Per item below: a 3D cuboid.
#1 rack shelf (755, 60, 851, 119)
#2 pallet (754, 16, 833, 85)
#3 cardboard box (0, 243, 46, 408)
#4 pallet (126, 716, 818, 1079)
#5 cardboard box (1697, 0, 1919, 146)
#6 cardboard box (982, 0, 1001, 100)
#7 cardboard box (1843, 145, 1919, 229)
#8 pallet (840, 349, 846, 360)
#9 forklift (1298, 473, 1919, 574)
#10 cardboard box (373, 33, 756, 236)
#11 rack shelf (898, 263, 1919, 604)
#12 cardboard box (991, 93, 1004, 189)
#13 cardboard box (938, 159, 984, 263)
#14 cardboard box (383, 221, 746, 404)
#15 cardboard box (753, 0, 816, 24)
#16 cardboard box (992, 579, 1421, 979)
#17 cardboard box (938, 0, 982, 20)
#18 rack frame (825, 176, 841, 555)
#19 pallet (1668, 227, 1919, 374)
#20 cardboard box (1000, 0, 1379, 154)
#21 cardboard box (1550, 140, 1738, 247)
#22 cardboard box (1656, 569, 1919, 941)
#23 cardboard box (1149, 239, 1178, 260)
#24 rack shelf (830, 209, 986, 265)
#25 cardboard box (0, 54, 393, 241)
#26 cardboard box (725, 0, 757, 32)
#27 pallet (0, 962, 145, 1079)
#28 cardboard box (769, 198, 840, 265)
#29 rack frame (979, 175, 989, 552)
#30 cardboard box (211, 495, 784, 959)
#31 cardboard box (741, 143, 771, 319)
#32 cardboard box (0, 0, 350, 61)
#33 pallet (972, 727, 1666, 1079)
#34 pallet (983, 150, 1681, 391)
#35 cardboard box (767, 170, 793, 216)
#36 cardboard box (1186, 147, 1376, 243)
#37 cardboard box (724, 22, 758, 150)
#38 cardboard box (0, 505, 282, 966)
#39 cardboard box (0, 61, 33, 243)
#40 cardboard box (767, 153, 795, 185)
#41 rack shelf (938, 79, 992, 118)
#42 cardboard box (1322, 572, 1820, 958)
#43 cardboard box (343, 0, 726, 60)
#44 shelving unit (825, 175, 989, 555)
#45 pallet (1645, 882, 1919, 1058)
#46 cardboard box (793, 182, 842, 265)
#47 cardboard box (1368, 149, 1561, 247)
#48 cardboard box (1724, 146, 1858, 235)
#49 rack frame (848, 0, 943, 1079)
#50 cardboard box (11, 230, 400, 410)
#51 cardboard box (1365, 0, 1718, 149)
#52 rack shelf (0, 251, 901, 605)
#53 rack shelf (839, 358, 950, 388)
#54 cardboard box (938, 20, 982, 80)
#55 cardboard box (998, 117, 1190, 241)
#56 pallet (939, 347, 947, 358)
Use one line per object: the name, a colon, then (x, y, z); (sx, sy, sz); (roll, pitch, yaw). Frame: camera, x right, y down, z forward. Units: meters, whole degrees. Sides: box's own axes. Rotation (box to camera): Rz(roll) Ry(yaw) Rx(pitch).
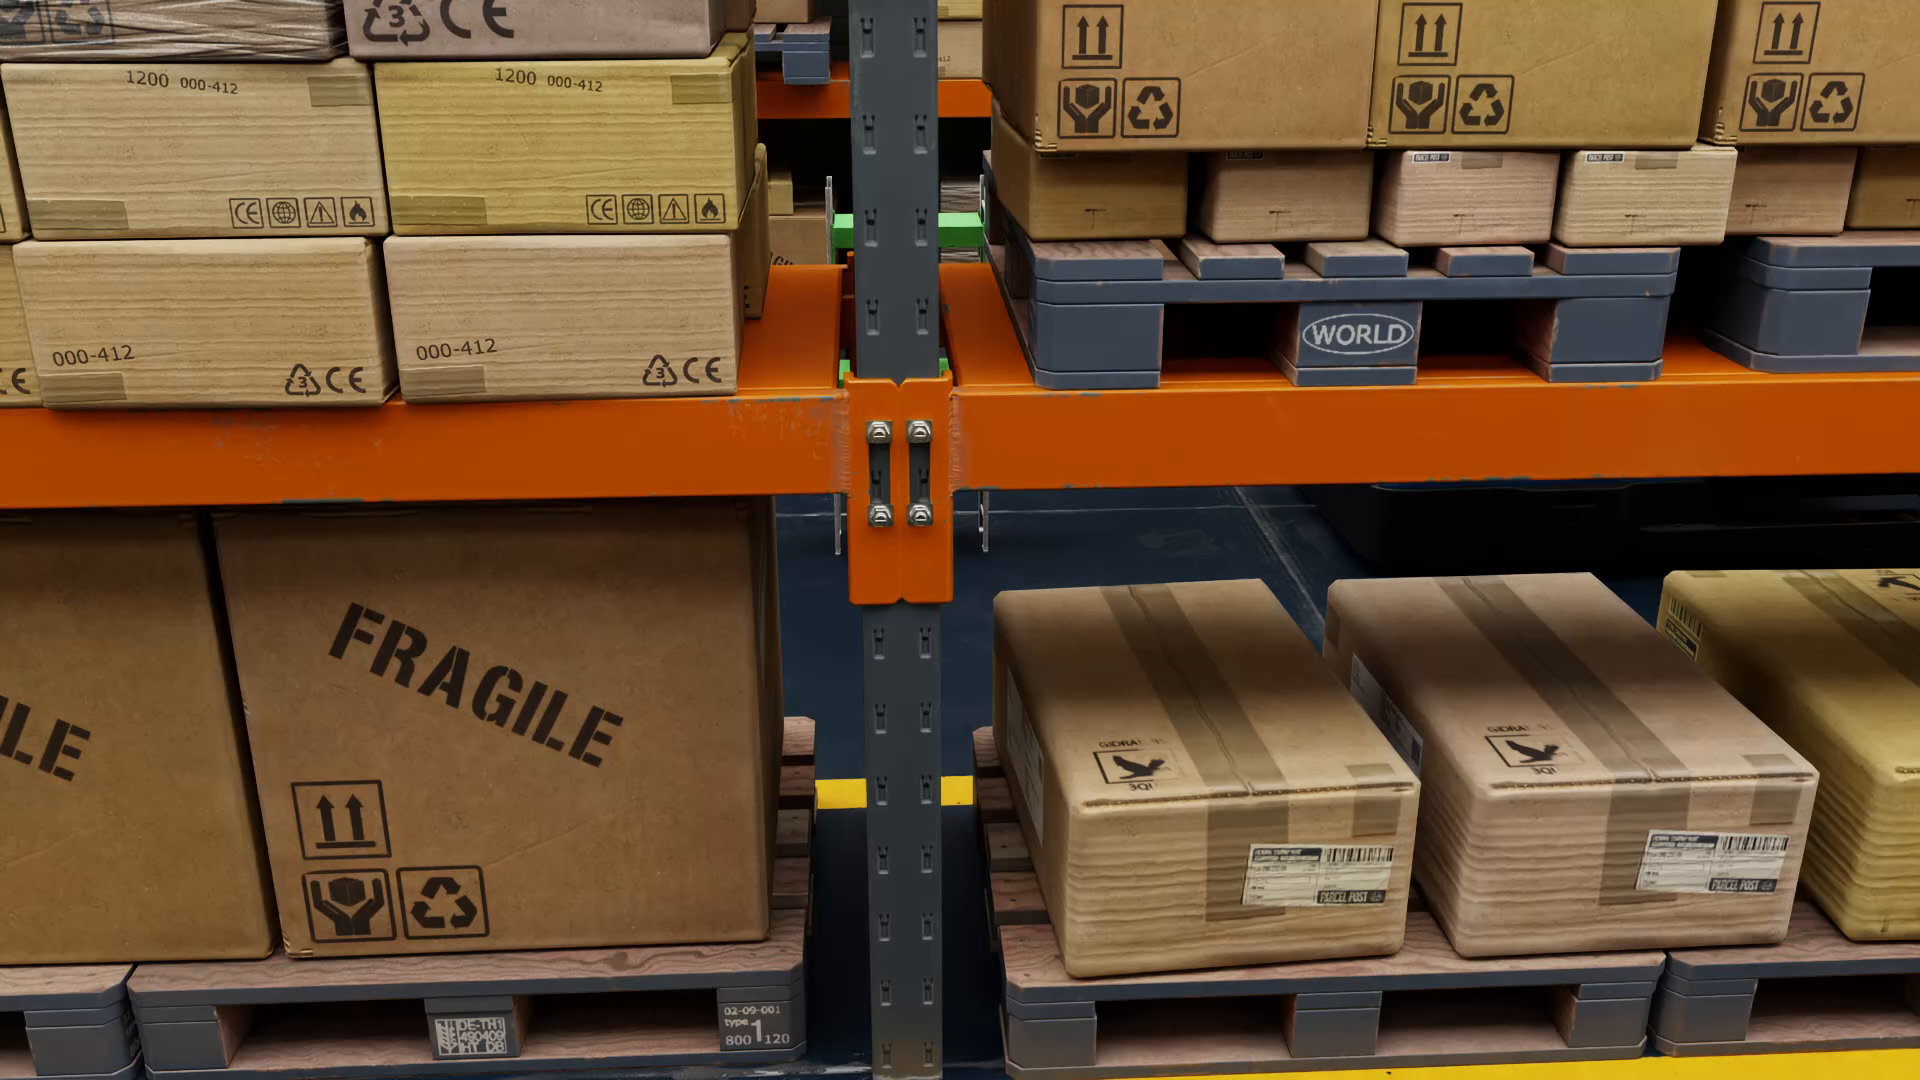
rack shelf: (-2.407, -1.975, 7.603); (4.000, 0.370, 1.077); (-1, 21, -3)
pallet: (-1.083, -2.223, 7.514); (1.003, 0.211, 1.213); (-1, 21, -3)
cardboard box: (-1.626, -0.395, 2.654); (0.500, 0.250, 0.500); (-1, 21, -4)
pallet: (-0.914, 0.704, 3.475); (1.213, 0.211, 1.003); (-1, 21, -3)
cardboard box: (1.389, -0.924, 2.682); (0.500, 0.500, 0.500); (-1, 21, -2)
cardboard box: (0.315, -1.078, 3.089); (0.500, 0.500, 0.500); (-2, 21, -5)
cardboard box: (1.564, -0.641, 2.852); (0.250, 0.149, 0.380); (0, 21, -1)
pallet: (-1.158, -1.047, 8.073); (1.213, 0.211, 1.003); (-1, 21, -3)
forklift: (2.735, -1.465, 5.349); (3.031, 2.935, 1.130); (-2, 21, -5)
cardboard box: (-0.592, -0.652, 2.626); (0.500, 0.250, 0.500); (-1, 21, -3)
rack shelf: (1.874, -0.293, 3.185); (4.000, 0.370, 1.077); (-1, 21, -3)
cardboard box: (0.191, -0.757, 3.158); (0.250, 0.149, 0.380); (0, 21, -1)
cardboard box: (0.213, -1.446, 7.950); (0.625, 0.625, 0.875); (-1, 21, -1)
cardboard box: (-0.613, -0.416, 2.708); (0.500, 0.250, 0.500); (-2, 21, -5)
cardboard box: (-0.933, -2.640, 7.608); (0.500, 0.500, 0.500); (0, 21, -1)
cardboard box: (0.442, 0.435, 3.364); (0.625, 0.372, 0.950); (-3, 21, -7)
cardboard box: (0.048, -2.428, 7.292); (0.500, 0.250, 0.500); (-1, 21, -3)
rack frame: (-0.409, -0.552, 5.386); (0.015, 1.200, 0.240); (-1, 21, -3)
pallet: (1.851, -0.554, 3.129); (1.213, 0.211, 1.003); (-1, 21, -3)
cardboard box: (0.339, -0.897, 2.613); (0.500, 0.500, 0.500); (-2, 21, -5)
cardboard box: (1.048, -0.589, 2.715); (0.250, 0.149, 0.380); (-1, 21, -3)
cardboard box: (1.935, 0.404, 3.446); (0.625, 0.372, 0.950); (0, 21, -1)
cardboard box: (0.865, -1.462, 7.992); (0.625, 0.625, 0.875); (0, 21, -1)
rack shelf: (-0.165, -0.946, 5.251); (0.480, 0.148, 0.258); (-1, 21, -3)
cardboard box: (-1.104, -0.640, 2.595); (0.500, 0.250, 0.500); (-2, 21, -4)
cardboard box: (-0.629, -1.179, 2.957); (0.500, 0.500, 0.500); (-2, 21, -5)
pallet: (-2.130, 0.728, 3.413); (1.213, 0.211, 1.003); (-1, 21, -3)
cardboard box: (-0.820, -1.295, 7.729); (0.500, 0.500, 0.500); (-1, 21, -1)
rack frame: (0.078, -0.562, 5.412); (0.015, 1.200, 0.240); (-1, 21, -3)
cardboard box: (-0.817, 0.193, 3.295); (0.875, 0.875, 0.875); (-1, 21, -4)
cardboard box: (-0.626, -0.598, 3.186); (0.500, 0.250, 0.500); (-2, 21, -4)
cardboard box: (-1.136, -0.986, 2.448); (0.500, 0.500, 0.500); (-1, 21, -2)
pallet: (0.657, 0.699, 3.487); (1.213, 0.211, 1.003); (-1, 21, -3)
pallet: (0.582, -0.551, 3.122); (1.003, 0.211, 1.213); (-1, 21, -3)
cardboard box: (-0.889, -1.583, 7.574); (0.250, 0.149, 0.380); (-2, 21, -6)
cardboard box: (0.496, -0.602, 2.748); (0.250, 0.149, 0.380); (-2, 21, -6)
cardboard box: (-0.643, -0.829, 3.092); (0.500, 0.250, 0.500); (-1, 21, -3)
cardboard box: (-1.708, 0.209, 3.251); (0.875, 0.875, 0.875); (-1, 21, -2)
cardboard box: (-1.614, -0.622, 2.548); (0.500, 0.250, 0.500); (-2, 21, -4)
cardboard box: (-0.949, -1.783, 8.099); (0.250, 0.149, 0.380); (0, 21, 0)
rack shelf: (1.587, -2.056, 7.817); (4.000, 0.370, 1.077); (-1, 21, -3)
cardboard box: (1.178, 0.418, 3.411); (0.625, 0.372, 0.950); (-2, 21, -4)
cardboard box: (-0.624, -0.999, 2.483); (0.500, 0.500, 0.500); (-2, 21, -5)
shelving unit: (-0.165, -0.557, 5.399); (0.503, 1.200, 0.258); (-1, 21, -3)
pallet: (1.872, 0.676, 3.549); (1.213, 0.211, 1.003); (-1, 21, -3)
cardboard box: (-0.847, -1.471, 8.191); (0.500, 0.500, 0.500); (0, 21, -1)
cardboard box: (0.772, -0.591, 2.720); (0.250, 0.149, 0.380); (-3, 21, -7)
cardboard box: (1.284, -0.622, 2.801); (0.250, 0.149, 0.380); (0, 21, 0)
rack frame: (-0.123, -0.588, 2.951); (0.127, 3.000, 1.000); (-1, 21, -3)
cardboard box: (-1.122, -0.400, 2.666); (0.500, 0.250, 0.500); (-1, 21, -2)
cardboard box: (0.859, -0.910, 2.648); (0.500, 0.500, 0.500); (0, 21, 0)
rack shelf: (-2.120, -0.212, 2.972); (4.000, 0.370, 1.077); (-1, 21, -3)
rack shelf: (-0.165, -0.498, 5.421); (0.480, 0.148, 0.258); (-1, 21, -3)
cardboard box: (0.047, -2.204, 7.404); (0.500, 0.250, 0.500); (-1, 21, -3)
cardboard box: (0.212, -0.608, 2.765); (0.250, 0.149, 0.380); (-2, 21, -6)
pallet: (0.414, -1.051, 8.085); (1.213, 0.211, 1.003); (-1, 21, -3)
